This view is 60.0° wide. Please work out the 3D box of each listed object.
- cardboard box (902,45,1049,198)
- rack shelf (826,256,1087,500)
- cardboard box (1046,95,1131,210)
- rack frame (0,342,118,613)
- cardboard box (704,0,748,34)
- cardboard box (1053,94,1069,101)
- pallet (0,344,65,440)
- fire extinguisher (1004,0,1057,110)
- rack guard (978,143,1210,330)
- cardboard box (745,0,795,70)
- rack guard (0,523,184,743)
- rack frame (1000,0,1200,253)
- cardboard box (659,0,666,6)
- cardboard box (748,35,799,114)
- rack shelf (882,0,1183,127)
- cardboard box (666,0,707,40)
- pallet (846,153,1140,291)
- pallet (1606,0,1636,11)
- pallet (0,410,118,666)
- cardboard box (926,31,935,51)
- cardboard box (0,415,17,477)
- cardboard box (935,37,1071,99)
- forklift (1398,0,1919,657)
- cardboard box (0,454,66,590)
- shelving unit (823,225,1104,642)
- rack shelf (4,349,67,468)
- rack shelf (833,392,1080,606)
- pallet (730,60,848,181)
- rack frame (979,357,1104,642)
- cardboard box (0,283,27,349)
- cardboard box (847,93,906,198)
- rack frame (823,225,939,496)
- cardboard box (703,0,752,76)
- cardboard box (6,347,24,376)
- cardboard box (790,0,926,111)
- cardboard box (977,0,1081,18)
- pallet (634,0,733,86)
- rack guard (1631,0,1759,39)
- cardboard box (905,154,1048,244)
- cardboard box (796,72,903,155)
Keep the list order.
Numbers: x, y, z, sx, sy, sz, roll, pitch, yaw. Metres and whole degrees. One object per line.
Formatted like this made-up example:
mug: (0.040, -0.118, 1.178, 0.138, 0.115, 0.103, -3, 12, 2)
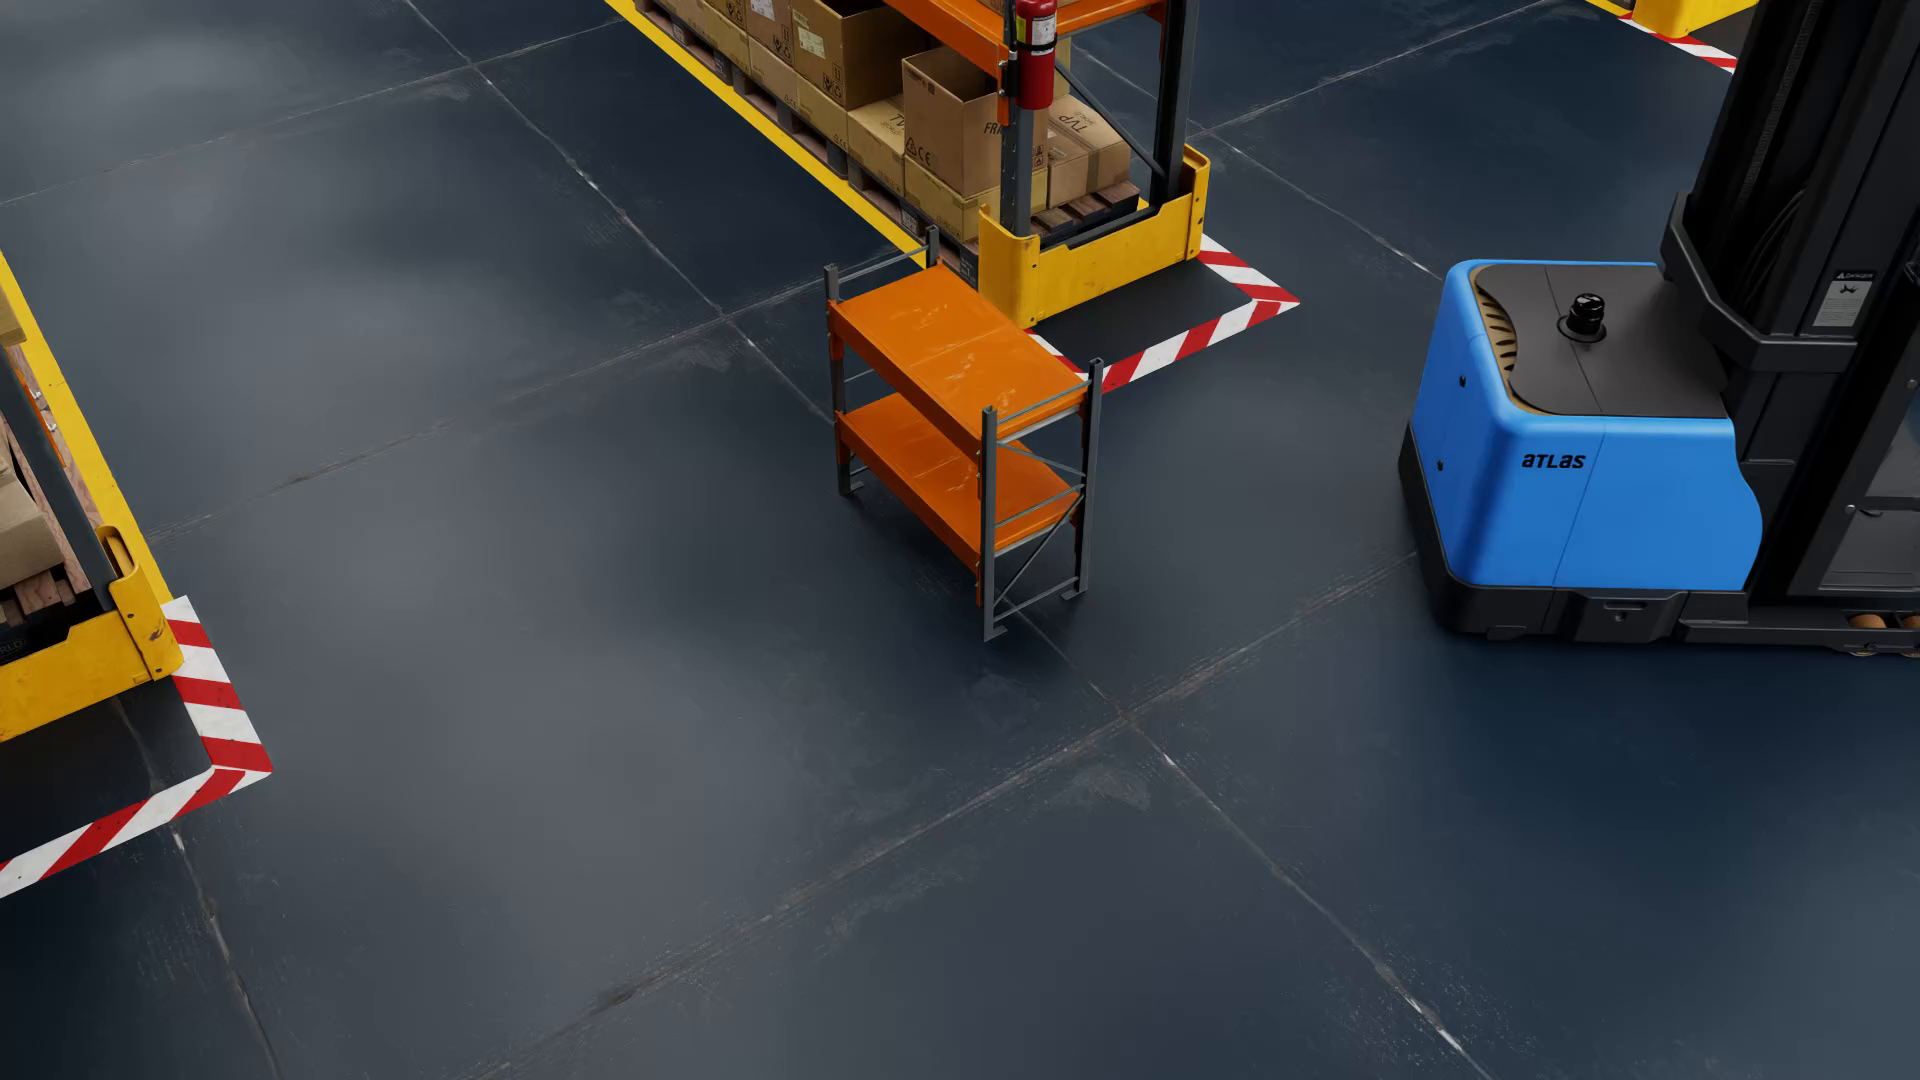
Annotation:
cardboard box: (0.074, -2.006, 7.823, 0.500, 0.500, 0.500, -26, 49, -24)
rack shelf: (-0.004, -0.622, 6.163, 0.538, 0.278, 1.000, -26, 49, -24)
cardboard box: (0.501, -1.940, 8.297, 0.500, 0.250, 0.500, -26, 49, -24)
rack frame: (-3.436, -0.432, 5.031, 1.000, 3.000, 0.127, -26, 49, -24)
cardboard box: (-1.083, -3.133, 9.003, 0.500, 0.500, 0.500, -26, 49, -24)
cardboard box: (0.211, -2.222, 8.592, 0.500, 0.250, 0.500, -26, 49, -24)
pallet: (-4.609, -0.631, 7.258, 1.003, 0.211, 1.213, -26, 49, -24)
fire extinguisher: (0.312, -2.113, 6.847, 0.296, 0.674, 0.183, -26, 49, -24)
rack guard: (0.639, -1.474, 7.932, 1.175, 0.500, 0.348, -26, 49, -24)
cardboard box: (-0.795, -2.850, 8.708, 0.500, 0.500, 0.500, -26, 49, -24)
rack guard: (-3.479, 0.429, 5.939, 1.175, 0.500, 0.348, -26, 49, -24)
rack frame: (0.625, -2.391, 7.083, 1.000, 3.000, 0.127, -26, 49, -24)
cardboard box: (-1.647, -3.432, 9.860, 0.500, 0.250, 0.500, -26, 49, -24)
cardboard box: (-0.792, -2.581, 8.968, 0.500, 0.250, 0.500, -26, 49, -24)
rack shelf: (-0.519, -3.264, 8.518, 1.077, 0.370, 4.000, -26, 49, -24)
cardboard box: (-1.365, -3.147, 9.561, 0.500, 0.250, 0.500, -26, 49, -24)
pallet: (0.153, -1.799, 8.482, 1.003, 0.211, 1.213, -26, 49, -24)
pallet: (4.147, -3.824, 10.603, 1.003, 0.211, 1.213, -26, 49, -24)
pallet: (-3.915, 0.059, 6.535, 1.003, 0.211, 1.213, -26, 49, -24)
cardboard box: (-0.084, -2.772, 8.626, 0.500, 0.500, 0.500, -26, 49, -24)
cardboard box: (-4.084, -0.369, 6.593, 0.500, 0.311, 0.500, -22, 48, -21)
cardboard box: (0.213, -2.494, 8.334, 0.500, 0.500, 0.500, -26, 49, -24)
forklift: (3.336, -0.992, 5.667, 3.031, 2.935, 1.130, 1, 44, 1)
cardboard box: (-3.758, -0.046, 6.255, 0.500, 0.311, 0.500, -31, 52, -29)
shelving unit: (-0.004, -0.411, 6.366, 0.538, 1.125, 1.048, -26, 49, -24)
rack shelf: (-4.580, -1.305, 6.466, 1.077, 0.370, 4.000, -26, 49, -24)
rack shelf: (-0.004, -0.234, 6.534, 0.538, 0.278, 1.000, -26, 49, -24)
pallet: (-0.541, -2.490, 9.205, 1.003, 0.211, 1.213, -26, 49, -24)
rack frame: (0.287, -0.123, 6.064, 0.500, 1.125, 0.032, -26, 49, -24)
cardboard box: (-3.455, -0.787, 5.496, 0.500, 0.250, 0.500, -27, 50, -26)
cardboard box: (-0.220, -2.014, 8.375, 0.500, 0.250, 0.500, -26, 49, -24)
rack frame: (-0.295, -0.699, 6.667, 0.500, 1.125, 0.032, -26, 49, -24)
cardboard box: (-1.083, -2.861, 9.262, 0.500, 0.250, 0.500, -26, 49, -24)
cardboard box: (-4.463, -0.873, 6.984, 0.700, 0.500, 0.500, -29, 51, -27)
cardboard box: (-0.510, -2.567, 8.410, 0.500, 0.500, 0.500, -26, 49, -24)
cardboard box: (0.368, -2.697, 7.330, 0.700, 0.500, 0.500, -26, 49, -24)
pallet: (-1.243, -3.181, 9.929, 1.003, 0.211, 1.213, -26, 49, -24)
rack guard: (4.608, -3.466, 10.019, 1.175, 0.500, 0.348, -26, 49, -24)
cardboard box: (0.076, -1.736, 8.083, 0.500, 0.250, 0.500, -26, 49, -24)
cardboard box: (-0.508, -2.297, 8.671, 0.500, 0.250, 0.500, -26, 49, -24)
